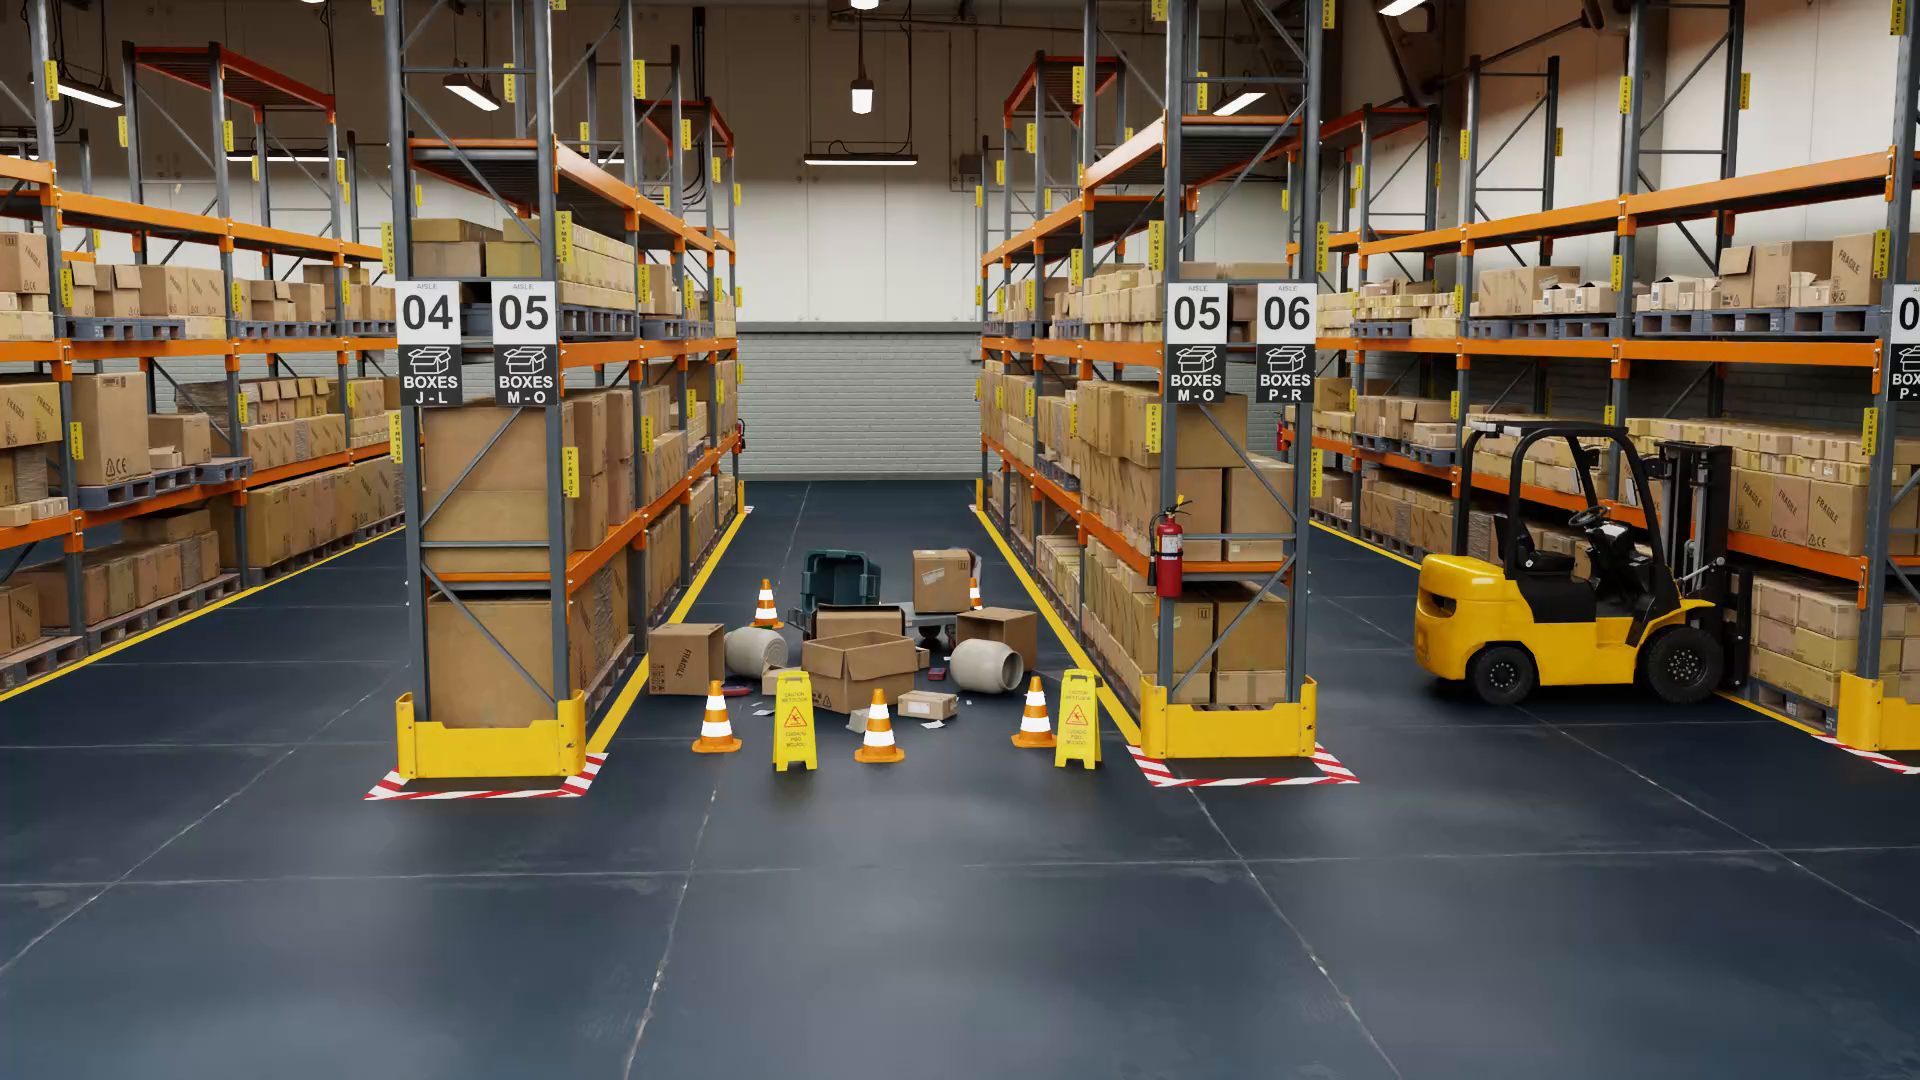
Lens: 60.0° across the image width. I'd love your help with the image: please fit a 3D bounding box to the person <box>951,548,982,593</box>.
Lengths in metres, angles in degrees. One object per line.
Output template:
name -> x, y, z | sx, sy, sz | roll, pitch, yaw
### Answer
person -> 0.013, 0.416, 17.255 | 0.413, 0.714, 0.856 | -1, 7, -5
